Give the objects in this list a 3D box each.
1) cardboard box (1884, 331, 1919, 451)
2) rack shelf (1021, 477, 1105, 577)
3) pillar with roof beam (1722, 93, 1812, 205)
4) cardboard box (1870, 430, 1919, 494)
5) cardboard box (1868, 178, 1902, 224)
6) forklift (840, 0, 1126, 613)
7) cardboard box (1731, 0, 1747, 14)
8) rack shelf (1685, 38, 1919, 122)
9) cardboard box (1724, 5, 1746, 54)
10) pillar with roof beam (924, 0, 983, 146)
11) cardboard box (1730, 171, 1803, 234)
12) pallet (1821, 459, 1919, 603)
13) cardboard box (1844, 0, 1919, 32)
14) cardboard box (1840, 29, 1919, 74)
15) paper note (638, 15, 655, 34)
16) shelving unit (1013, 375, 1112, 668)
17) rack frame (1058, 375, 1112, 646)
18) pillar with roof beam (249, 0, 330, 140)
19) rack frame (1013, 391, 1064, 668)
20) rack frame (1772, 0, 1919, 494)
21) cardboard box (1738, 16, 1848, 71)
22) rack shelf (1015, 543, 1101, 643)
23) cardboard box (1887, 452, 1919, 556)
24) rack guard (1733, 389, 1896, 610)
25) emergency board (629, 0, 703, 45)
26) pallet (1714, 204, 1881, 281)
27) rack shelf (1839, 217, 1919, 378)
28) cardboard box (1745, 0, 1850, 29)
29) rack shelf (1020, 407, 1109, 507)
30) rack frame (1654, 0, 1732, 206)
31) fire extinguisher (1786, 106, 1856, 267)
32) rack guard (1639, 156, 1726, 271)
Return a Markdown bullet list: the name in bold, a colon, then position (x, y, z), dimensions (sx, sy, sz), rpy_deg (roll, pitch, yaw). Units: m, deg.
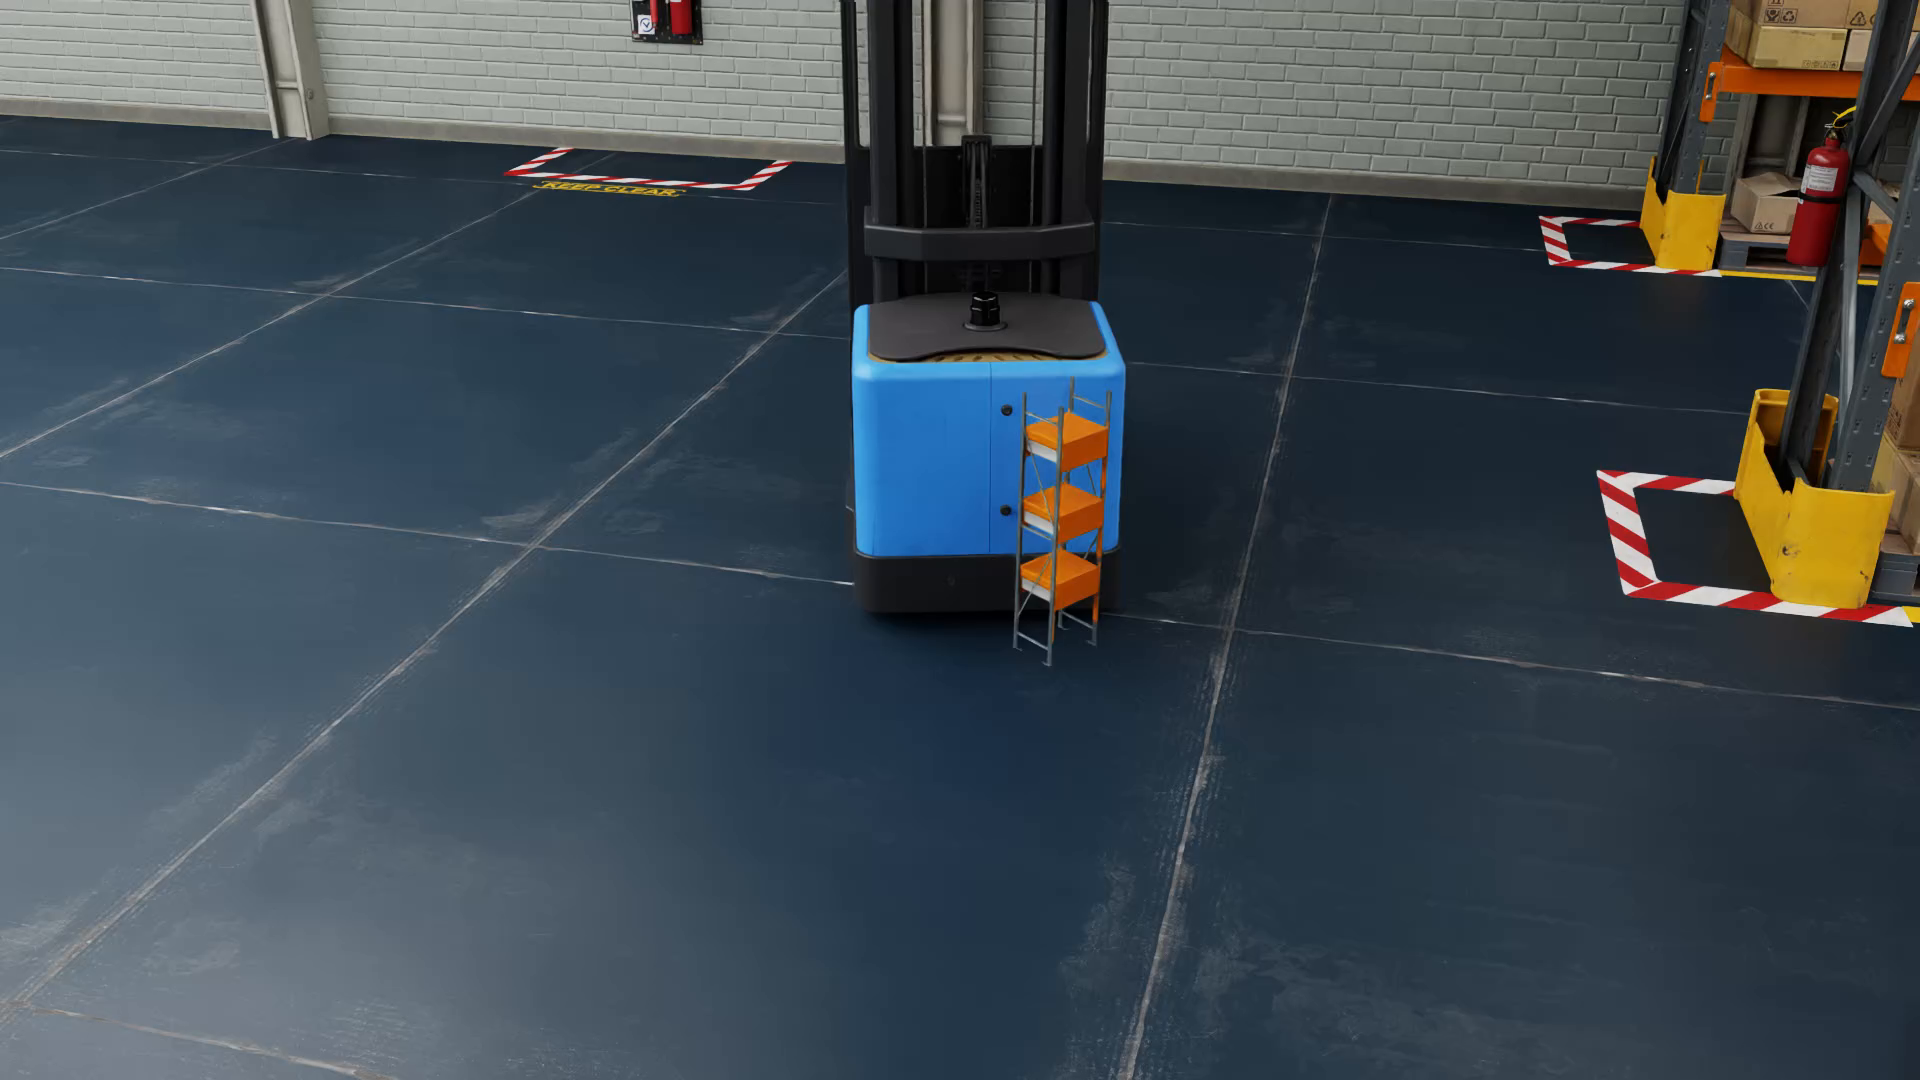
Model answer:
- **cardboard box**: position (4.231, -0.682, 7.030), dimensions (0.500, 0.500, 0.500), rpy_deg (6, 26, 13)
- **rack shelf**: position (0.372, -0.050, 6.152), dimensions (0.240, 0.259, 0.215), rpy_deg (-22, 34, -38)
- **pillar with roof beam**: position (4.689, -4.593, 6.429), dimensions (0.400, 9.000, 9.100), rpy_deg (6, 26, 13)
- **cardboard box**: position (4.231, -0.342, 7.190), dimensions (0.500, 0.250, 0.500), rpy_deg (6, 26, 13)
- **cardboard box**: position (6.068, -2.203, 11.005), dimensions (0.500, 0.311, 0.500), rpy_deg (9, 27, 17)
- **forklift**: position (0.047, -1.631, 7.266), dimensions (1.130, 2.935, 3.031), rpy_deg (-1, 25, -2)
- **cardboard box**: position (5.377, -3.709, 10.830), dimensions (0.500, 0.500, 0.500), rpy_deg (6, 26, 12)
- **rack shelf**: position (6.805, -2.852, 10.588), dimensions (4.000, 0.370, 1.077), rpy_deg (6, 26, 13)
- **cardboard box**: position (5.369, -3.363, 10.976), dimensions (0.500, 0.250, 0.500), rpy_deg (7, 26, 14)
- **pillar with roof beam**: position (-1.122, -5.235, 7.778), dimensions (0.400, 9.000, 9.100), rpy_deg (6, 26, 13)
- **cardboard box**: position (5.516, -2.264, 11.133), dimensions (0.500, 0.311, 0.500), rpy_deg (3, 26, 7)
- **pallet**: position (4.389, -0.005, 7.015), dimensions (1.213, 0.211, 1.003), rpy_deg (6, 26, 13)
- **cardboard box**: position (5.732, -3.438, 10.260), dimensions (0.500, 0.500, 0.500), rpy_deg (6, 26, 13)
- **cardboard box**: position (5.768, -3.098, 10.420), dimensions (0.500, 0.250, 0.500), rpy_deg (5, 26, 11)
- **paper note**: position (-2.588, -4.249, 13.710), dimensions (0.142, 0.148, 0.016), rpy_deg (6, 26, 13)
- **shelving unit**: position (0.372, -0.060, 6.147), dimensions (0.252, 1.050, 0.215), rpy_deg (-22, 34, -38)
- **rack frame**: position (0.462, -0.095, 6.222), dimensions (0.008, 1.050, 0.200), rpy_deg (-22, 34, -38)
- **pillar with roof beam**: position (-6.933, -5.878, 9.127), dimensions (0.400, 9.000, 9.100), rpy_deg (6, 26, 13)
- **rack frame**: position (0.282, -0.024, 6.073), dimensions (0.008, 1.050, 0.200), rpy_deg (-22, 34, -38)
- **rack frame**: position (3.638, -1.329, 6.551), dimensions (0.127, 3.000, 1.000), rpy_deg (6, 26, 13)
- **cardboard box**: position (5.261, -3.148, 10.524), dimensions (0.500, 0.250, 0.500), rpy_deg (6, 26, 11)
- **rack shelf**: position (0.367, 0.198, 6.276), dimensions (0.240, 0.259, 0.215), rpy_deg (-22, 34, -38)
- **cardboard box**: position (4.102, -0.127, 6.737), dimensions (0.500, 0.250, 0.500), rpy_deg (6, 26, 13)
- **rack guard**: position (3.615, -0.202, 7.094), dimensions (0.348, 0.500, 1.175), rpy_deg (6, 26, 13)
- **emergency board**: position (-2.433, -4.599, 13.421), dimensions (0.643, 1.169, 0.194), rpy_deg (6, 26, 13)
- **pallet**: position (5.720, -2.022, 11.252), dimensions (1.213, 0.211, 1.003), rpy_deg (6, 26, 13)
- **rack shelf**: position (5.575, -0.790, 6.256), dimensions (4.000, 0.370, 1.077), rpy_deg (6, 26, 13)
- **cardboard box**: position (5.255, -3.495, 10.380), dimensions (0.500, 0.500, 0.500), rpy_deg (6, 26, 13)
- **rack shelf**: position (0.377, -0.304, 6.025), dimensions (0.240, 0.259, 0.215), rpy_deg (-22, 34, -38)
- **rack frame**: position (4.868, -3.391, 10.884), dimensions (0.127, 3.000, 1.000), rpy_deg (6, 26, 13)
- **fire extinguisher**: position (3.639, -1.500, 7.000), dimensions (0.183, 0.674, 0.296), rpy_deg (6, 26, 13)
- **rack guard**: position (4.942, -2.254, 11.404), dimensions (0.348, 0.500, 1.175), rpy_deg (6, 26, 13)
